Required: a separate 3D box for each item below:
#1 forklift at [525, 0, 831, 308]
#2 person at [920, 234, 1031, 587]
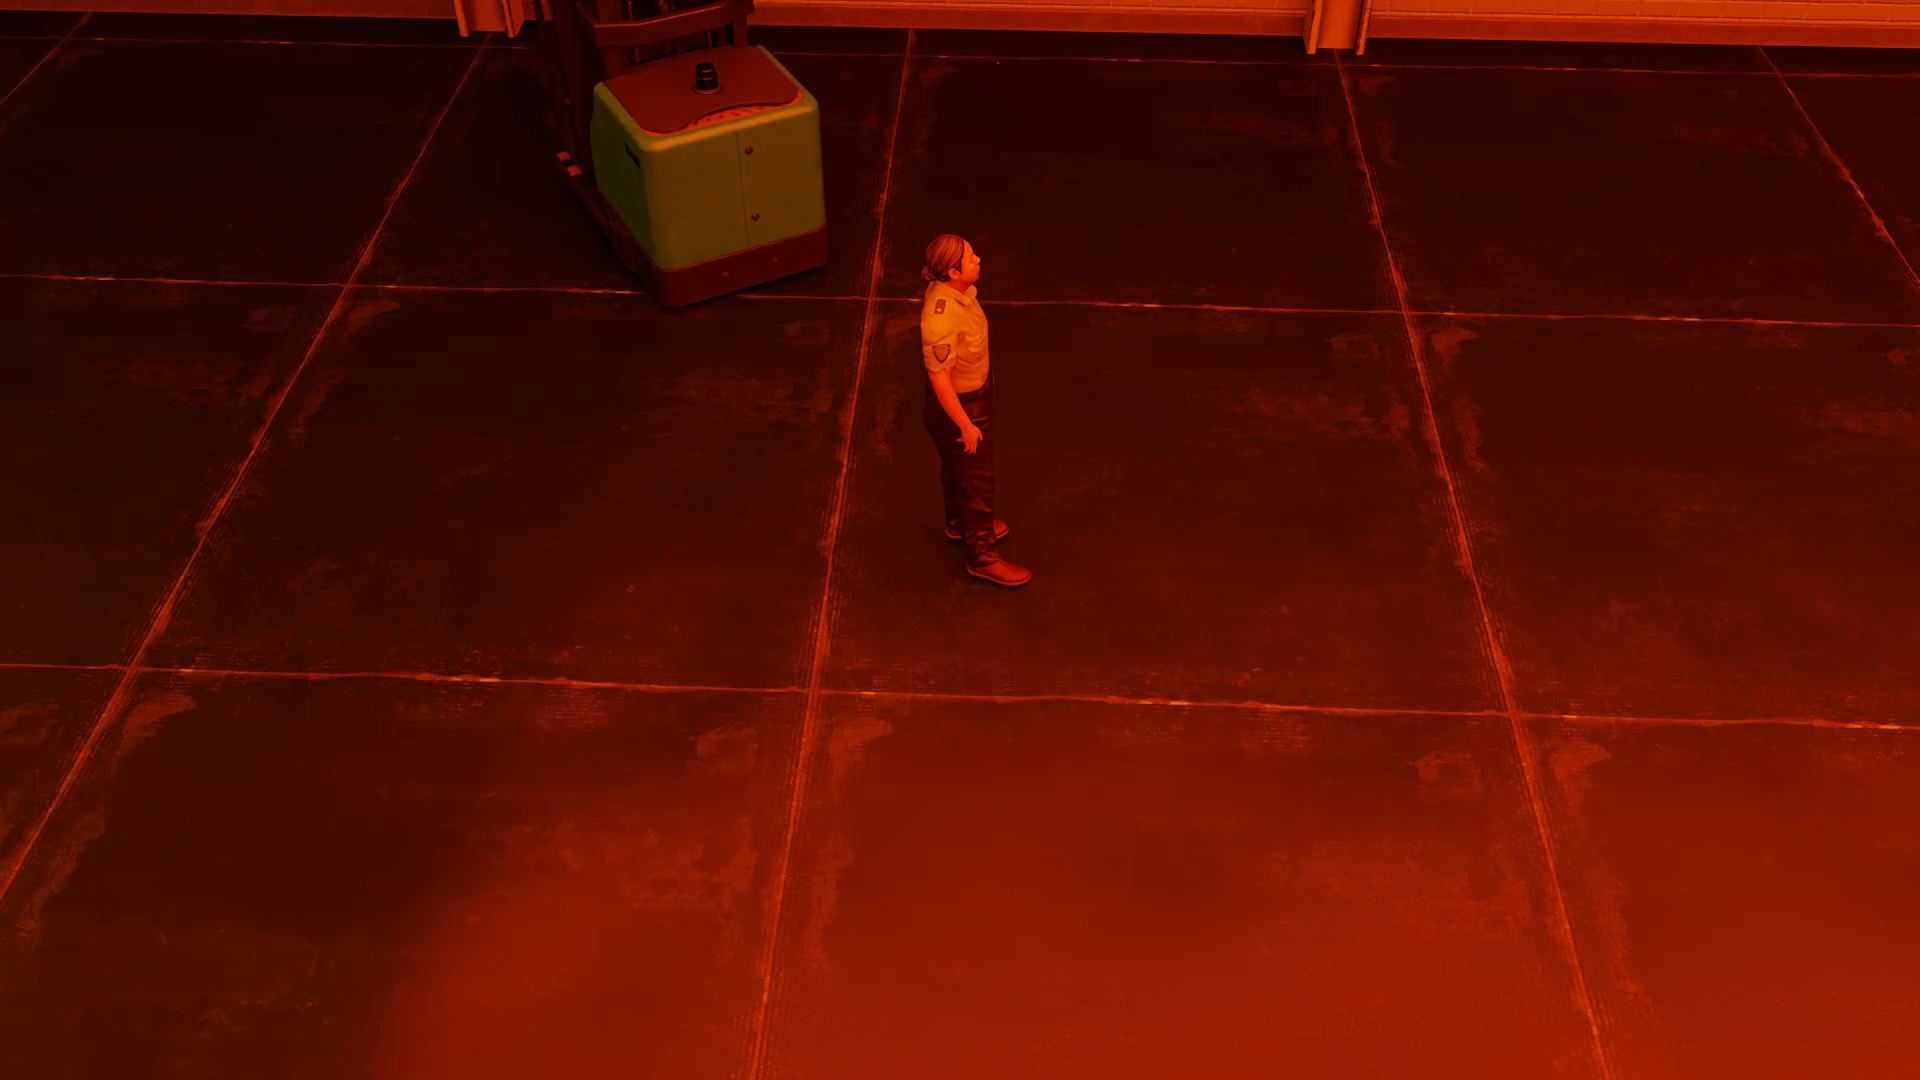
[{"bbox_3d":[-1.890,-3.358,9.421,1.130,2.935,3.031,-20,46,-21],"label":"forklift"},{"bbox_3d":[0.089,-0.595,7.336,0.502,1.651,0.598,2,42,2],"label":"person"}]
